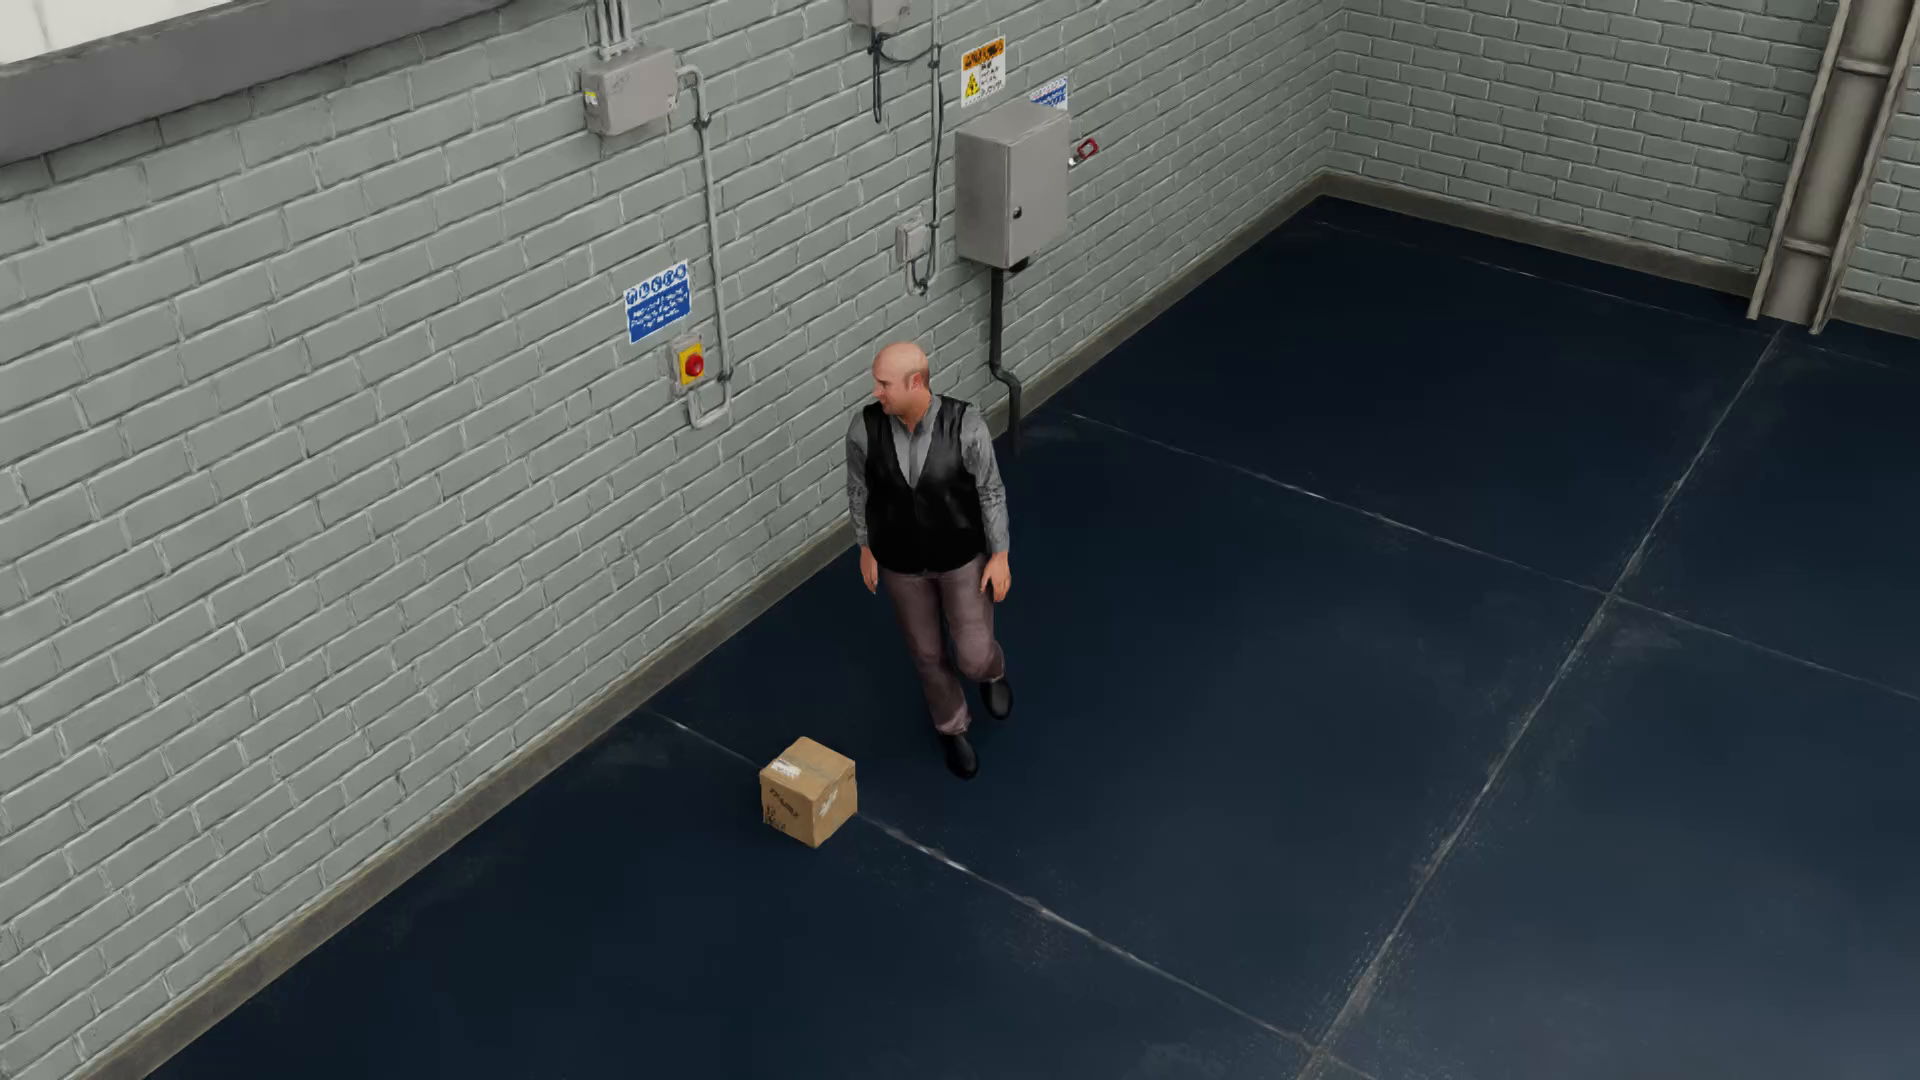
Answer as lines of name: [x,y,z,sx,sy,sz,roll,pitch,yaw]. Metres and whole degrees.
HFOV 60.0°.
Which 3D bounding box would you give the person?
person: [-0.106,0.076,6.066,0.619,1.711,0.487,2,34,3]
